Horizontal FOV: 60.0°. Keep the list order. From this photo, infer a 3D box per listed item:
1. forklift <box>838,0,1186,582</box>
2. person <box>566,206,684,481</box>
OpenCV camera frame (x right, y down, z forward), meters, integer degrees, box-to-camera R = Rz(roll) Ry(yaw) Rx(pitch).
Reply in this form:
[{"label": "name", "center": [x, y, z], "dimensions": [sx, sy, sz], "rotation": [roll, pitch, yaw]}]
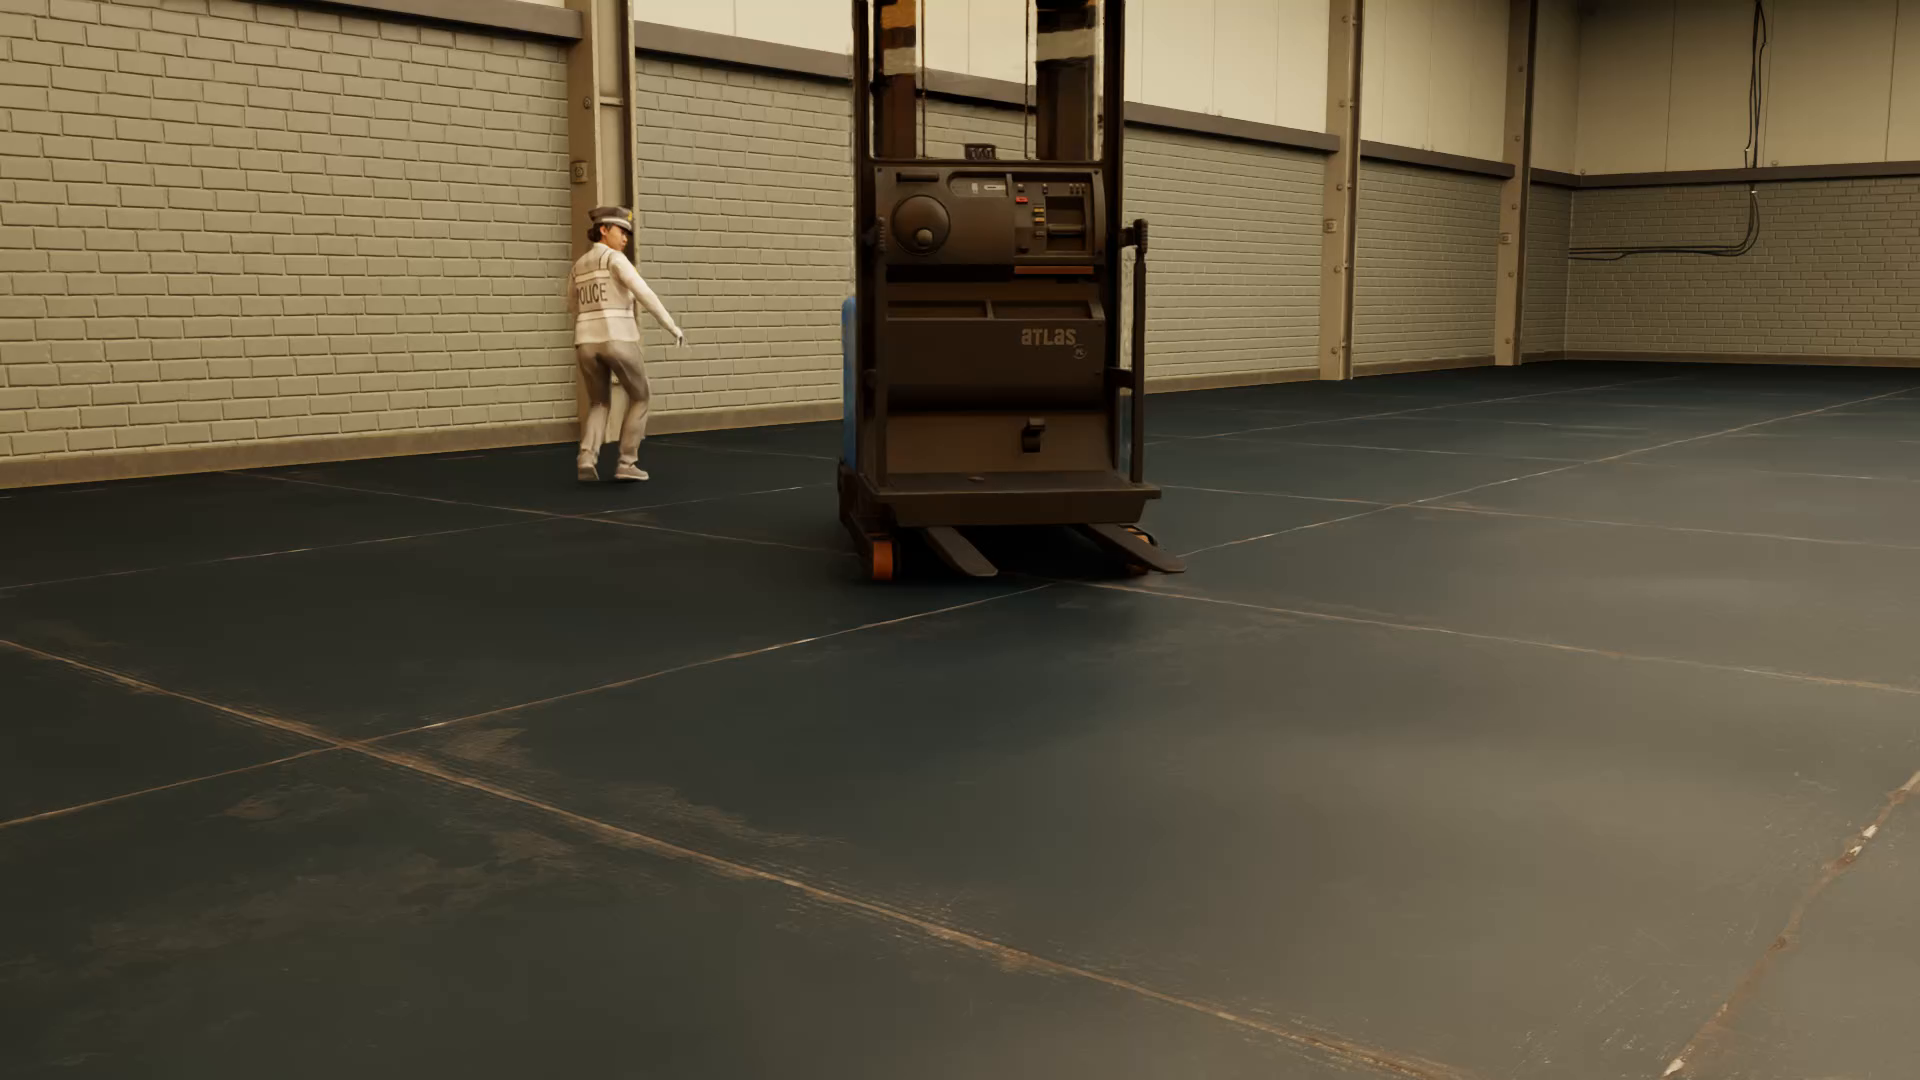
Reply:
[{"label": "forklift", "center": [0.154, -1.343, 6.463], "dimensions": [1.130, 2.935, 3.031], "rotation": [-1, 8, -8]}, {"label": "person", "center": [-1.951, -1.120, 9.627], "dimensions": [0.761, 1.575, 0.690], "rotation": [3, 9, 22]}]
